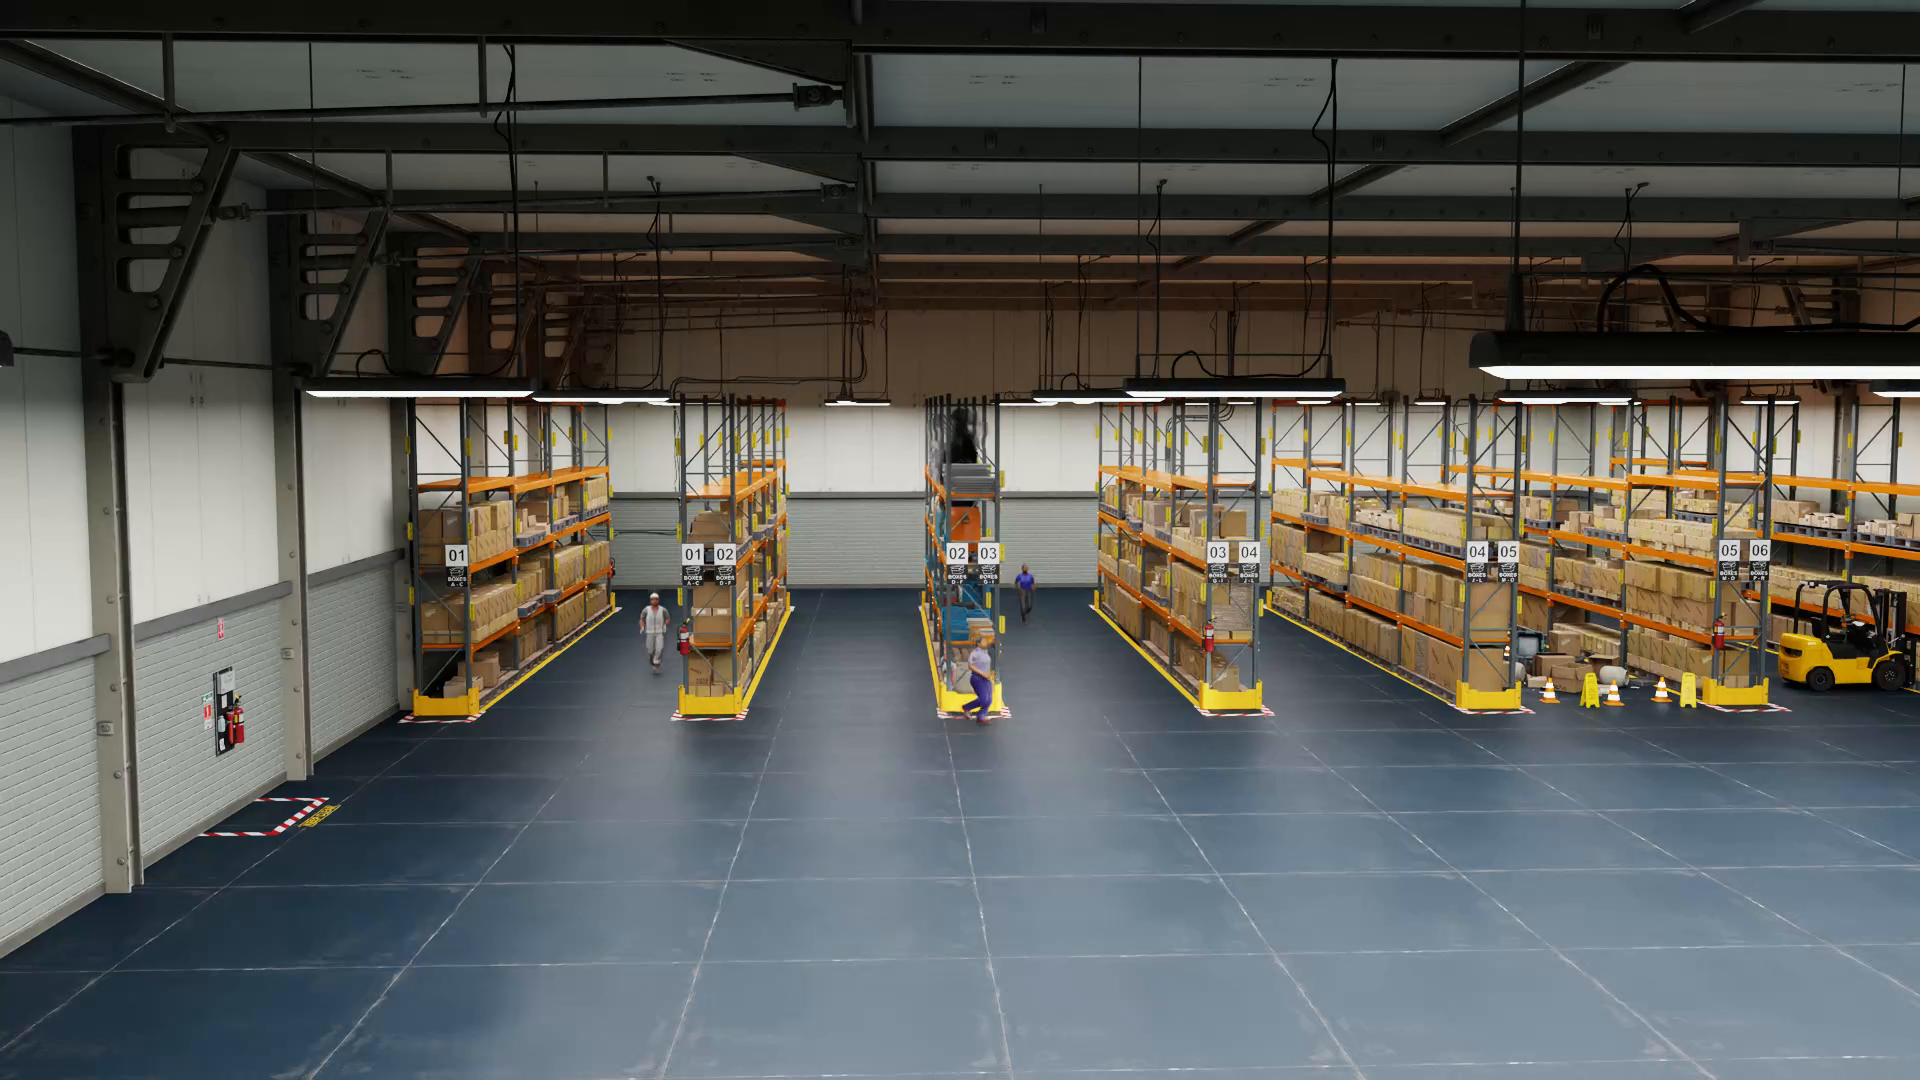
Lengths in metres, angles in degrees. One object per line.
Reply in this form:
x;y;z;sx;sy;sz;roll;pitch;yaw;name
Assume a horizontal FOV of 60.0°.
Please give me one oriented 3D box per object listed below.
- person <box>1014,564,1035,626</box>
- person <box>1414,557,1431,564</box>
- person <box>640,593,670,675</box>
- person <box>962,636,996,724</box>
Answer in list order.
1.732;1.464;44.009;0.575;1.595;0.536;-1;5;-9;person
13.676;0.999;49.345;0.699;1.736;0.612;0;5;1;person
-6.593;2.019;35.977;0.658;1.743;0.632;-1;5;-11;person
0.343;2.539;30.196;0.561;1.601;0.595;2;5;25;person
